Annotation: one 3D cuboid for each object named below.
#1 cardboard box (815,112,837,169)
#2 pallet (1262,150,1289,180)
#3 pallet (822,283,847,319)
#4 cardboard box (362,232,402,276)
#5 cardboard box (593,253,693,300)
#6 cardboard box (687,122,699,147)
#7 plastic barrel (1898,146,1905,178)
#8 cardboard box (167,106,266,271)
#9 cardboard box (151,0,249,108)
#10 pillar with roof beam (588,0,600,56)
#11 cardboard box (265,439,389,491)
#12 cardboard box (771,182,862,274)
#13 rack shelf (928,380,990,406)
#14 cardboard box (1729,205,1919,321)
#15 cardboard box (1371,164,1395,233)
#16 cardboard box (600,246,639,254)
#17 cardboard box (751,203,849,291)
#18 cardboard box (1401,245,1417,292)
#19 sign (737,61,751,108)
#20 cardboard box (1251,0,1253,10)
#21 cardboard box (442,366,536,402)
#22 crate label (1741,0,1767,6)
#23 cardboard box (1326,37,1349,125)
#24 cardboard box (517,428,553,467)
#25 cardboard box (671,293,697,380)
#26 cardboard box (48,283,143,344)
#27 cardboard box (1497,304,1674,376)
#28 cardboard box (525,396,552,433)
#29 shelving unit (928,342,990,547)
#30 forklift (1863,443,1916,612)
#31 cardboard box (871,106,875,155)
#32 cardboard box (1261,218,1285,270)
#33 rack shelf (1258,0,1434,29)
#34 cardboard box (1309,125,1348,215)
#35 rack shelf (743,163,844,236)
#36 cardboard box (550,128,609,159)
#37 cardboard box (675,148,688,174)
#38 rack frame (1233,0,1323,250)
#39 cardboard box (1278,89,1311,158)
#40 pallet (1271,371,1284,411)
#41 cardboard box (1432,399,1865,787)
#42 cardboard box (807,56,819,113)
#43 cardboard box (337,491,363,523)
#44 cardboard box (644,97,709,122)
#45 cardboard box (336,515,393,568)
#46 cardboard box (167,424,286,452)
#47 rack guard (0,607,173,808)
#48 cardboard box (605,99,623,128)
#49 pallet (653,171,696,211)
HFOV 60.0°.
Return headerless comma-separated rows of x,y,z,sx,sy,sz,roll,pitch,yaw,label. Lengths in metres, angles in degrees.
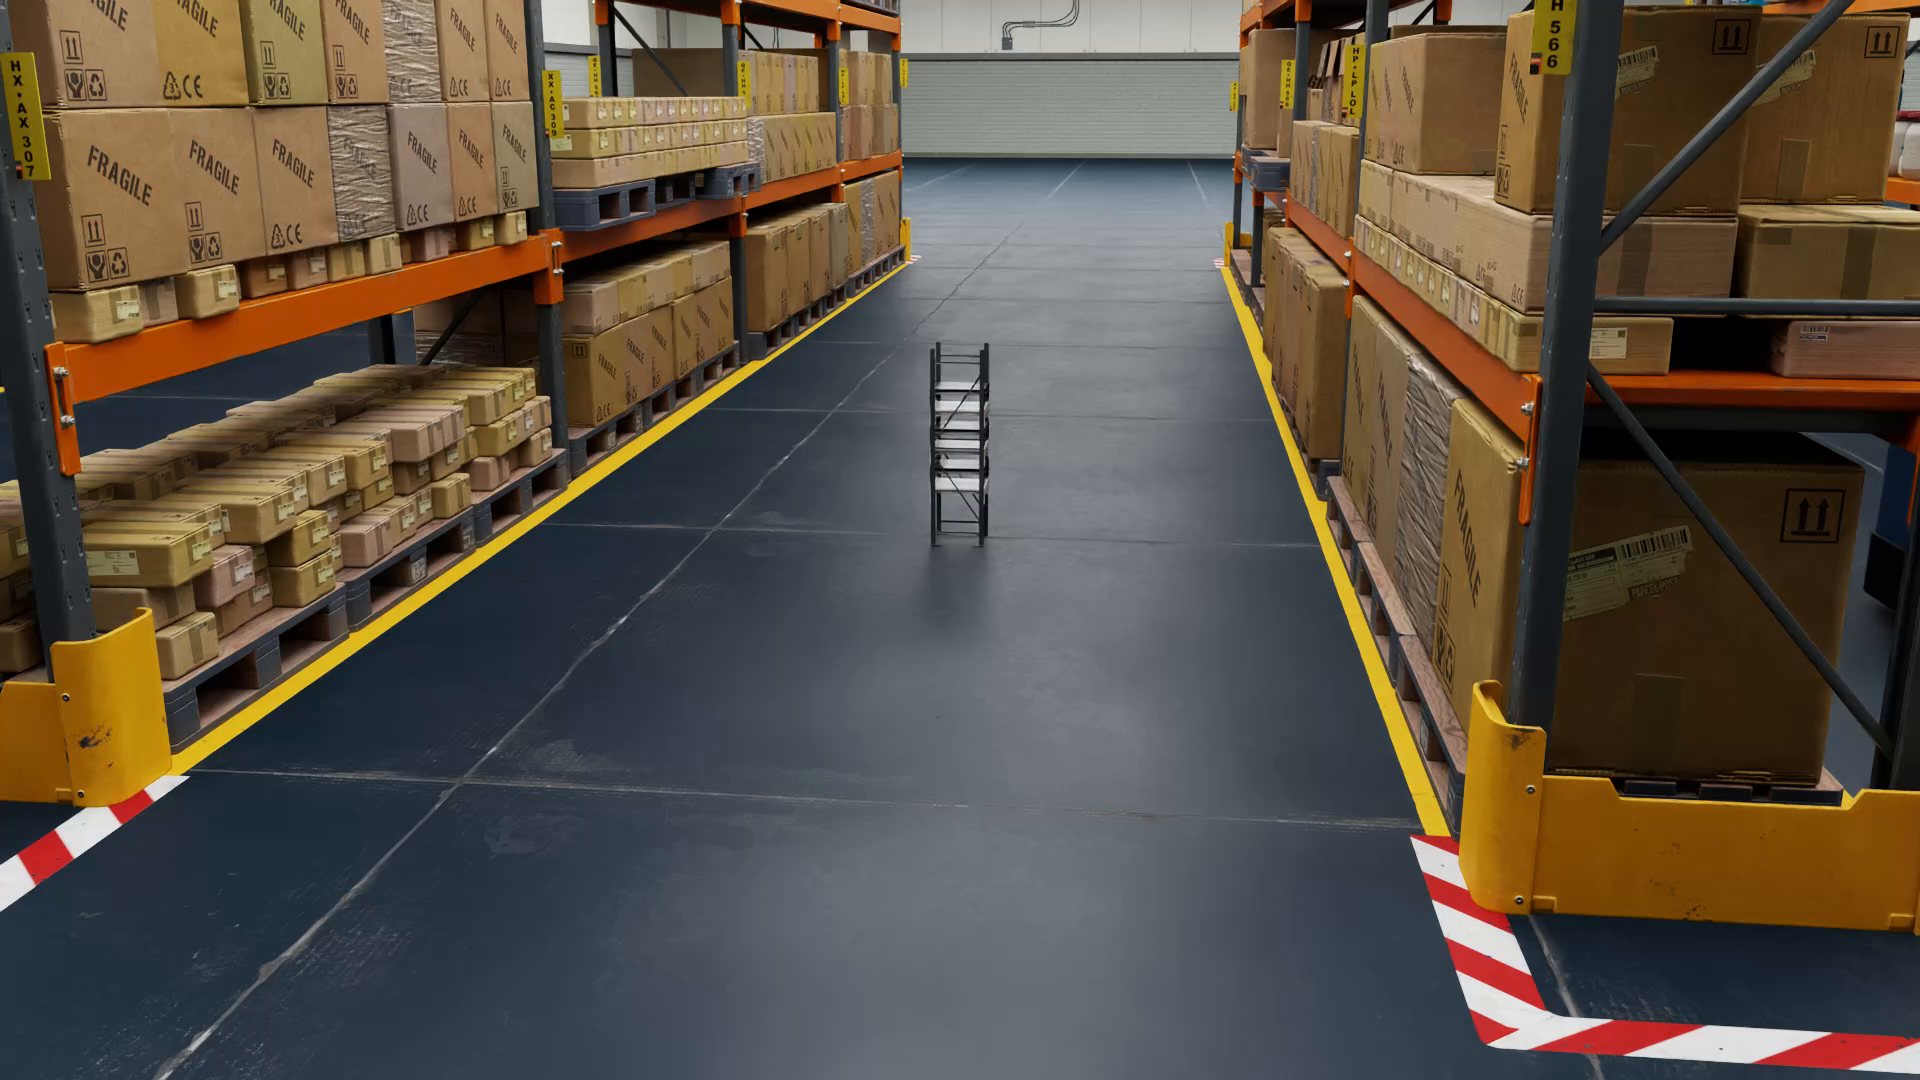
-1.448,-3.732,15.527,0.500,0.500,0.500,2,15,6,cardboard box
2.994,-3.040,13.524,1.003,0.211,1.213,2,15,6,pallet
-1.667,-2.279,15.685,1.003,0.211,1.213,2,15,6,pallet
-2.462,-1.143,6.622,0.380,0.149,0.250,2,15,7,cardboard box
-2.042,-1.700,10.751,0.500,0.250,0.500,2,15,8,cardboard box
-1.853,-2.539,10.411,0.380,0.149,0.250,2,15,8,cardboard box
7.882,-3.104,13.658,0.301,0.262,0.301,0,15,0,plastic barrel
-2.648,-1.155,5.425,0.500,0.500,0.500,2,15,6,cardboard box
-2.644,-1.629,5.264,0.500,0.500,0.500,2,15,8,cardboard box
-5.054,-13.969,42.084,9.100,9.000,0.400,2,15,6,pillar with roof beam
-2.483,-0.297,6.529,0.380,0.149,0.250,2,15,7,cardboard box
-1.514,-3.165,16.888,0.875,0.875,0.875,2,15,7,cardboard box
-0.001,-0.661,7.475,0.258,0.077,0.200,2,15,6,rack shelf
2.231,-0.730,4.334,0.500,0.250,0.500,1,15,5,cardboard box
1.985,-1.408,6.841,0.500,0.250,0.500,2,15,6,cardboard box
-2.481,-1.845,11.285,0.500,0.250,0.500,2,15,6,cardboard box
-1.635,-2.780,15.703,1.050,0.750,0.750,2,15,6,cardboard box
1.821,-0.988,6.049,0.380,0.149,0.250,1,15,5,cardboard box
-1.566,-3.297,12.042,0.100,0.325,0.005,2,15,6,sign
3.237,-5.553,16.993,0.500,0.250,0.500,2,15,8,cardboard box
-2.339,-0.766,8.266,0.380,0.149,0.250,2,15,8,cardboard box
8.095,-5.447,16.598,0.502,0.251,0.408,2,15,6,crate label
2.636,-2.792,10.128,0.797,0.503,0.637,2,15,8,cardboard box
-2.263,-0.467,8.300,0.380,0.149,0.250,2,15,7,cardboard box
-2.026,-1.335,10.838,0.500,0.500,0.500,1,15,4,cardboard box
-2.646,-0.668,4.868,0.380,0.149,0.250,2,15,6,cardboard box
1.621,-0.523,4.333,0.380,0.149,0.250,2,15,7,cardboard box
-2.277,-0.631,8.338,0.380,0.149,0.250,2,15,7,cardboard box
-0.001,-0.432,7.537,0.258,0.900,0.210,2,15,6,shelving unit
5.077,-0.996,5.732,3.031,2.935,1.130,1,15,5,forklift
-1.428,-4.555,18.473,0.875,0.550,0.550,2,15,6,cardboard box
3.396,-3.066,17.238,0.500,0.500,0.500,0,15,1,cardboard box
3.037,-4.237,13.217,1.077,0.370,4.000,2,15,6,rack shelf
2.317,-2.151,9.680,0.500,0.500,0.500,2,15,6,cardboard box
-1.880,-2.961,14.245,1.077,0.370,4.000,2,15,6,rack shelf
-2.056,-2.066,8.663,0.380,0.149,0.250,2,15,7,cardboard box
-1.882,-2.327,10.196,0.380,0.149,0.250,1,15,4,cardboard box
3.714,-4.692,19.269,1.000,3.000,0.127,2,15,6,rack frame
2.796,-3.158,12.597,0.700,0.500,0.500,4,16,15,cardboard box
2.647,-1.069,11.212,1.003,0.211,1.213,2,15,6,pallet
1.901,0.112,4.768,0.875,0.875,0.875,2,15,6,cardboard box
-1.705,-4.229,15.449,0.700,0.500,0.500,1,15,5,cardboard box
-2.606,-0.155,6.578,0.380,0.149,0.250,2,15,9,cardboard box
-1.825,-2.753,10.634,0.380,0.149,0.250,2,15,6,cardboard box
-2.476,0.003,6.561,0.380,0.149,0.250,1,15,4,cardboard box
-3.004,-0.378,6.832,0.380,0.149,0.250,2,15,7,cardboard box
-3.000,0.472,4.959,1.175,0.500,0.348,2,15,6,rack guard
-2.030,-2.282,8.893,0.380,0.149,0.250,2,15,8,cardboard box
-2.289,-2.183,10.355,1.003,0.211,1.213,2,15,6,pallet
